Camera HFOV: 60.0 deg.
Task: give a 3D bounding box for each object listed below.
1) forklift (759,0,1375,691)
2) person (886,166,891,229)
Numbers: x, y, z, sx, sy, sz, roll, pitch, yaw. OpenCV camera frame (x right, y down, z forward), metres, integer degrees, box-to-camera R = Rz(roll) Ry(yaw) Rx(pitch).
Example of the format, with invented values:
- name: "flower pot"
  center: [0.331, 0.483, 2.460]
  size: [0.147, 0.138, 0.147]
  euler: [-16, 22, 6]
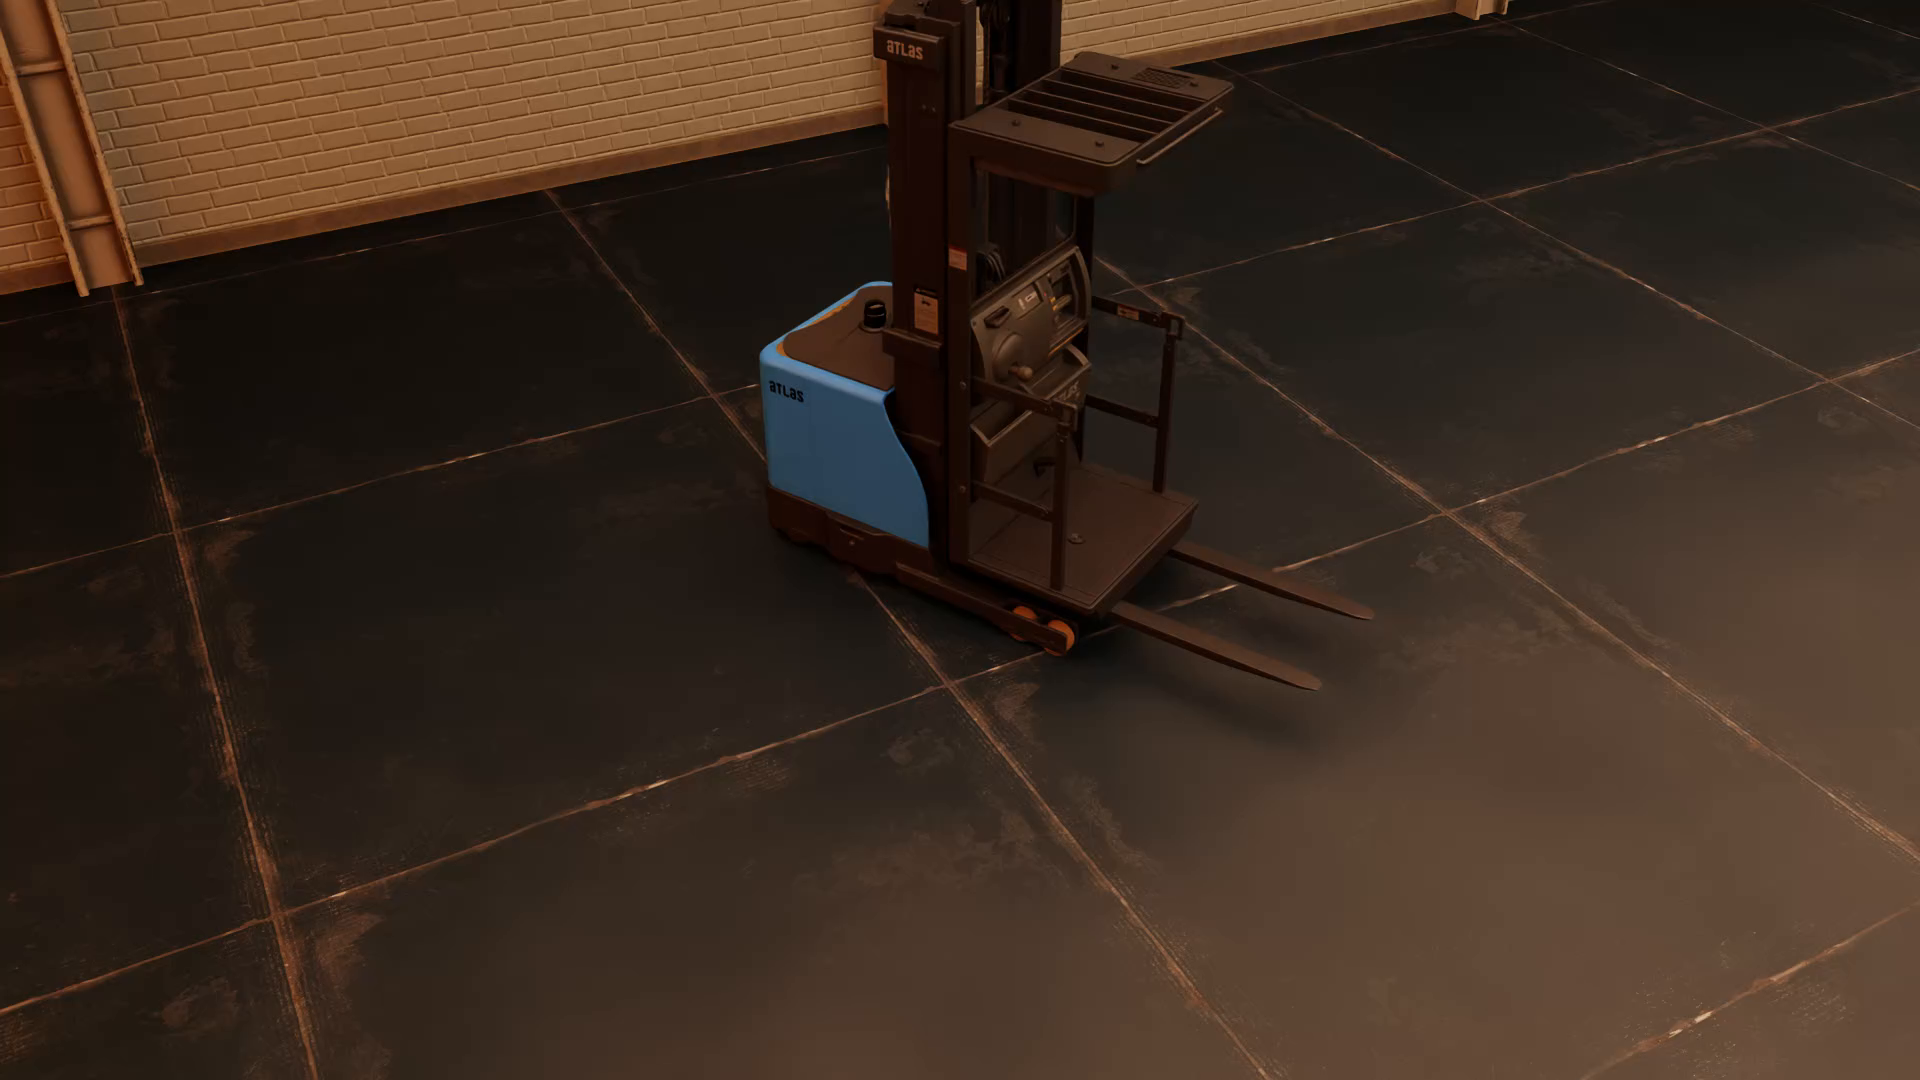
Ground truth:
- name: "forklift"
  center: [0.506, -1.000, 7.537]
  size: [3.031, 2.935, 1.130]
  euler: [21, 40, 27]
- name: "person"
  center: [-0.194, -1.701, 9.676]
  size: [0.671, 1.656, 1.014]
  euler: [-3, 35, -4]
